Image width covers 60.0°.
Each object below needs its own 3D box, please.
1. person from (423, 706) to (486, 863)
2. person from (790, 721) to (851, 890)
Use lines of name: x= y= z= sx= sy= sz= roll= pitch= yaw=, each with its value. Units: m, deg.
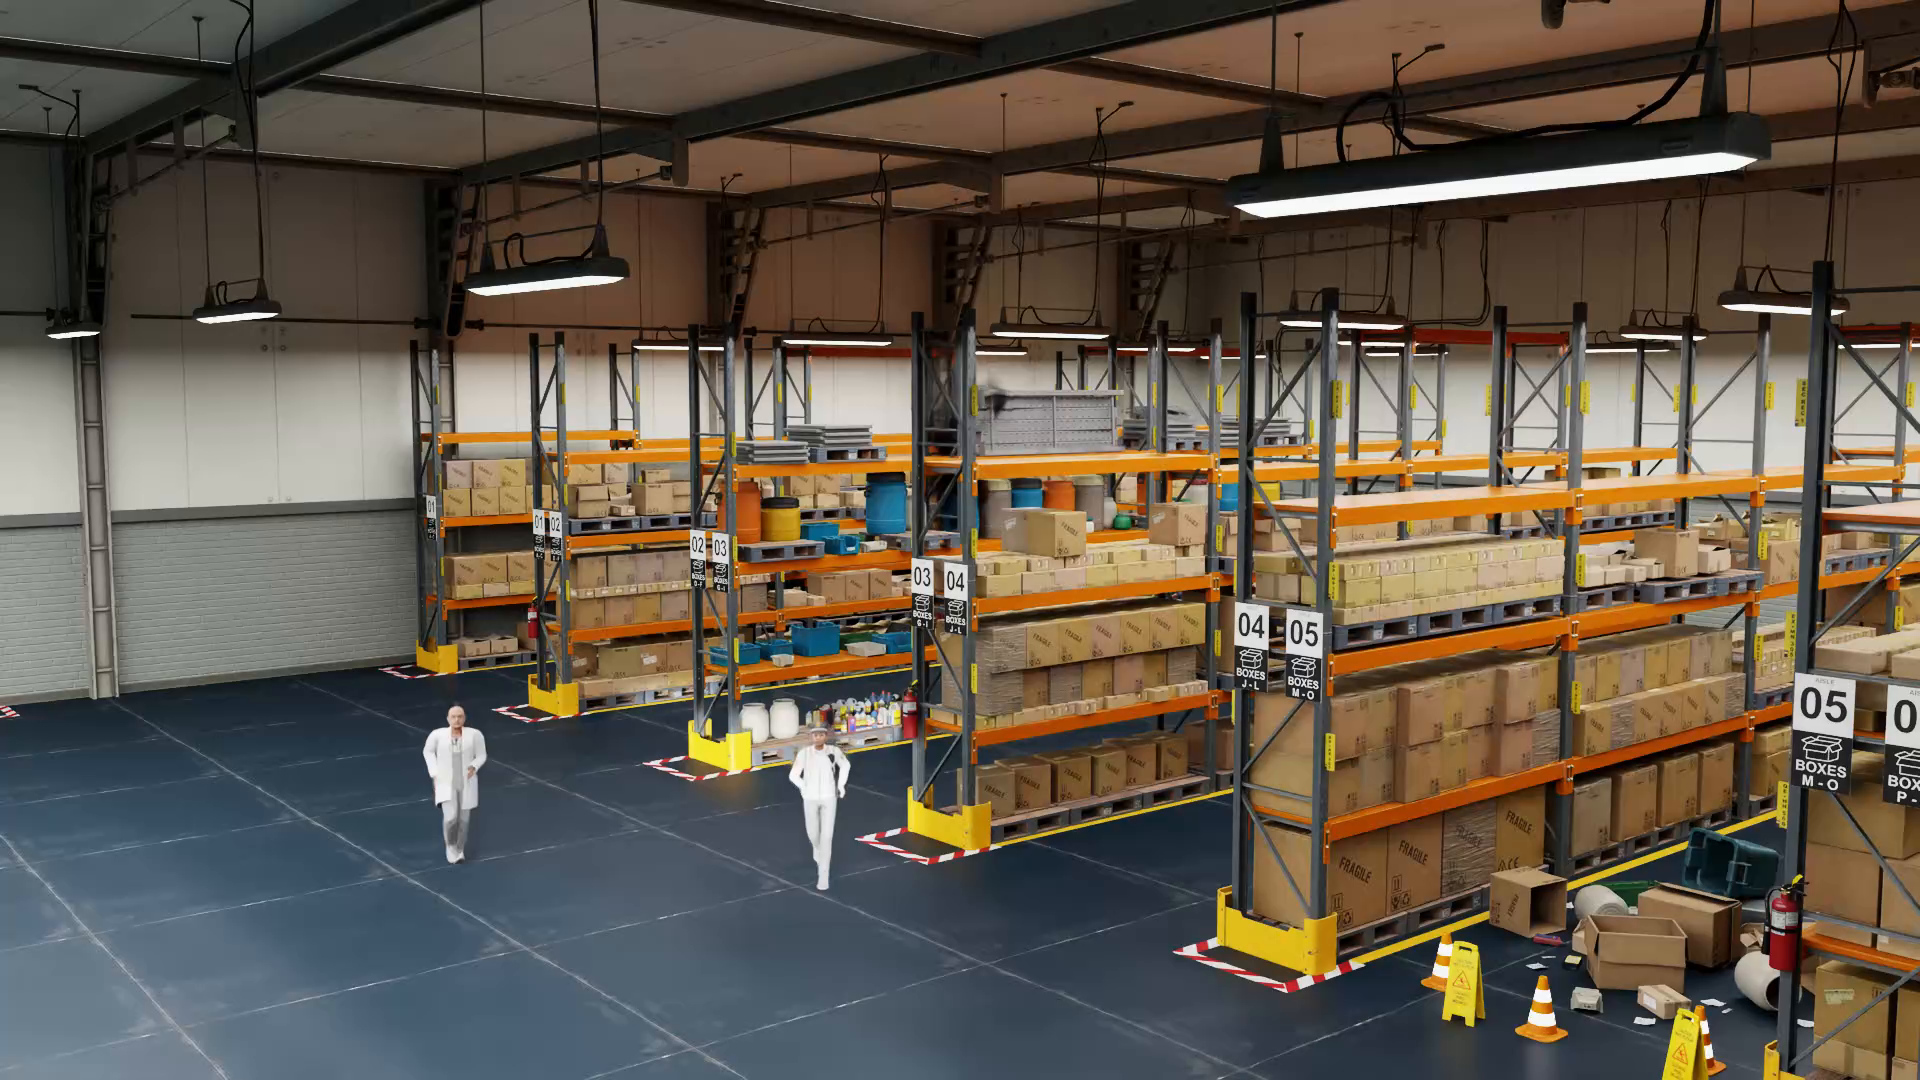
person: x=-5.417 y=2.638 z=17.906 sx=0.627 sy=1.723 sz=0.760 roll=-2 pitch=6 yaw=-24
person: x=-1.462 y=2.709 z=17.387 sx=0.631 sy=1.687 sz=0.915 roll=0 pitch=5 yaw=-3
